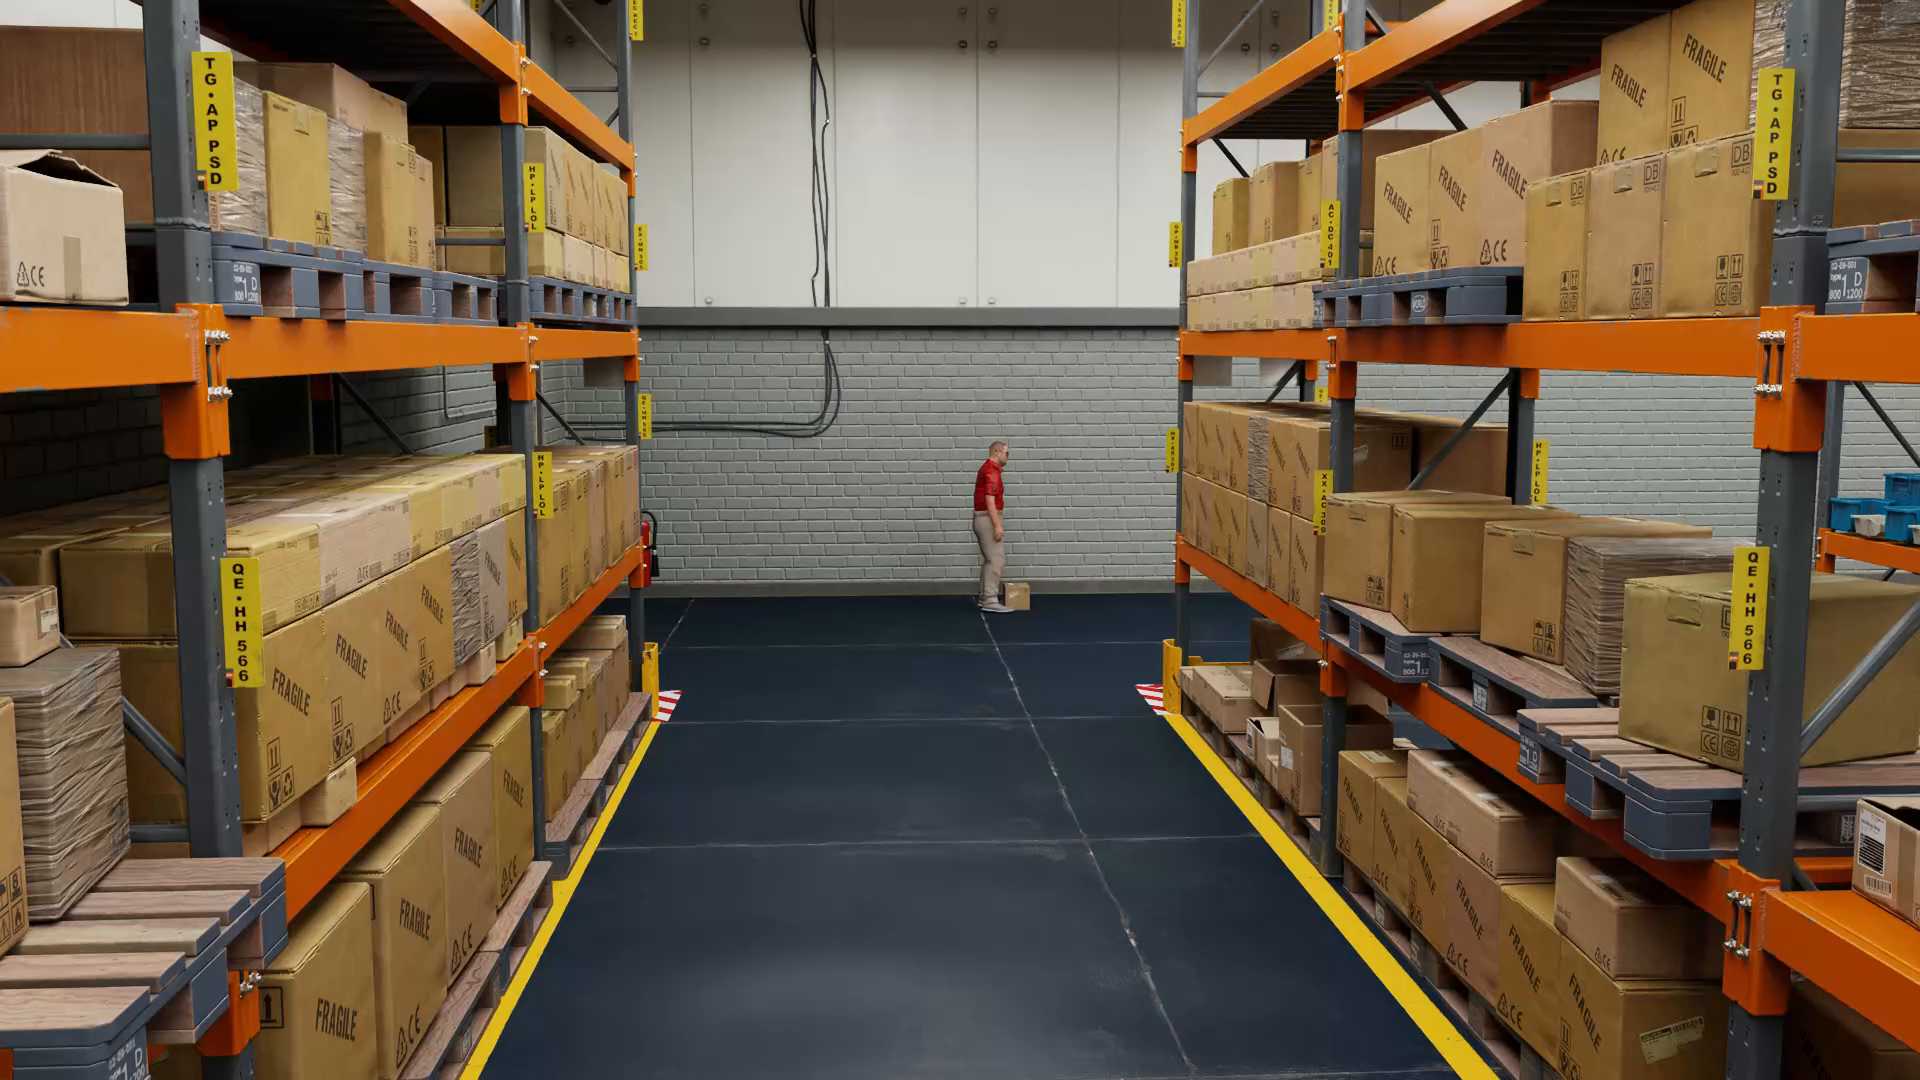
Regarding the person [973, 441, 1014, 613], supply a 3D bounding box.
[{"bbox_3d":[0.332,-0.146,17.028,0.389,1.726,0.593,-1,7,-5],"label":"person"}]
